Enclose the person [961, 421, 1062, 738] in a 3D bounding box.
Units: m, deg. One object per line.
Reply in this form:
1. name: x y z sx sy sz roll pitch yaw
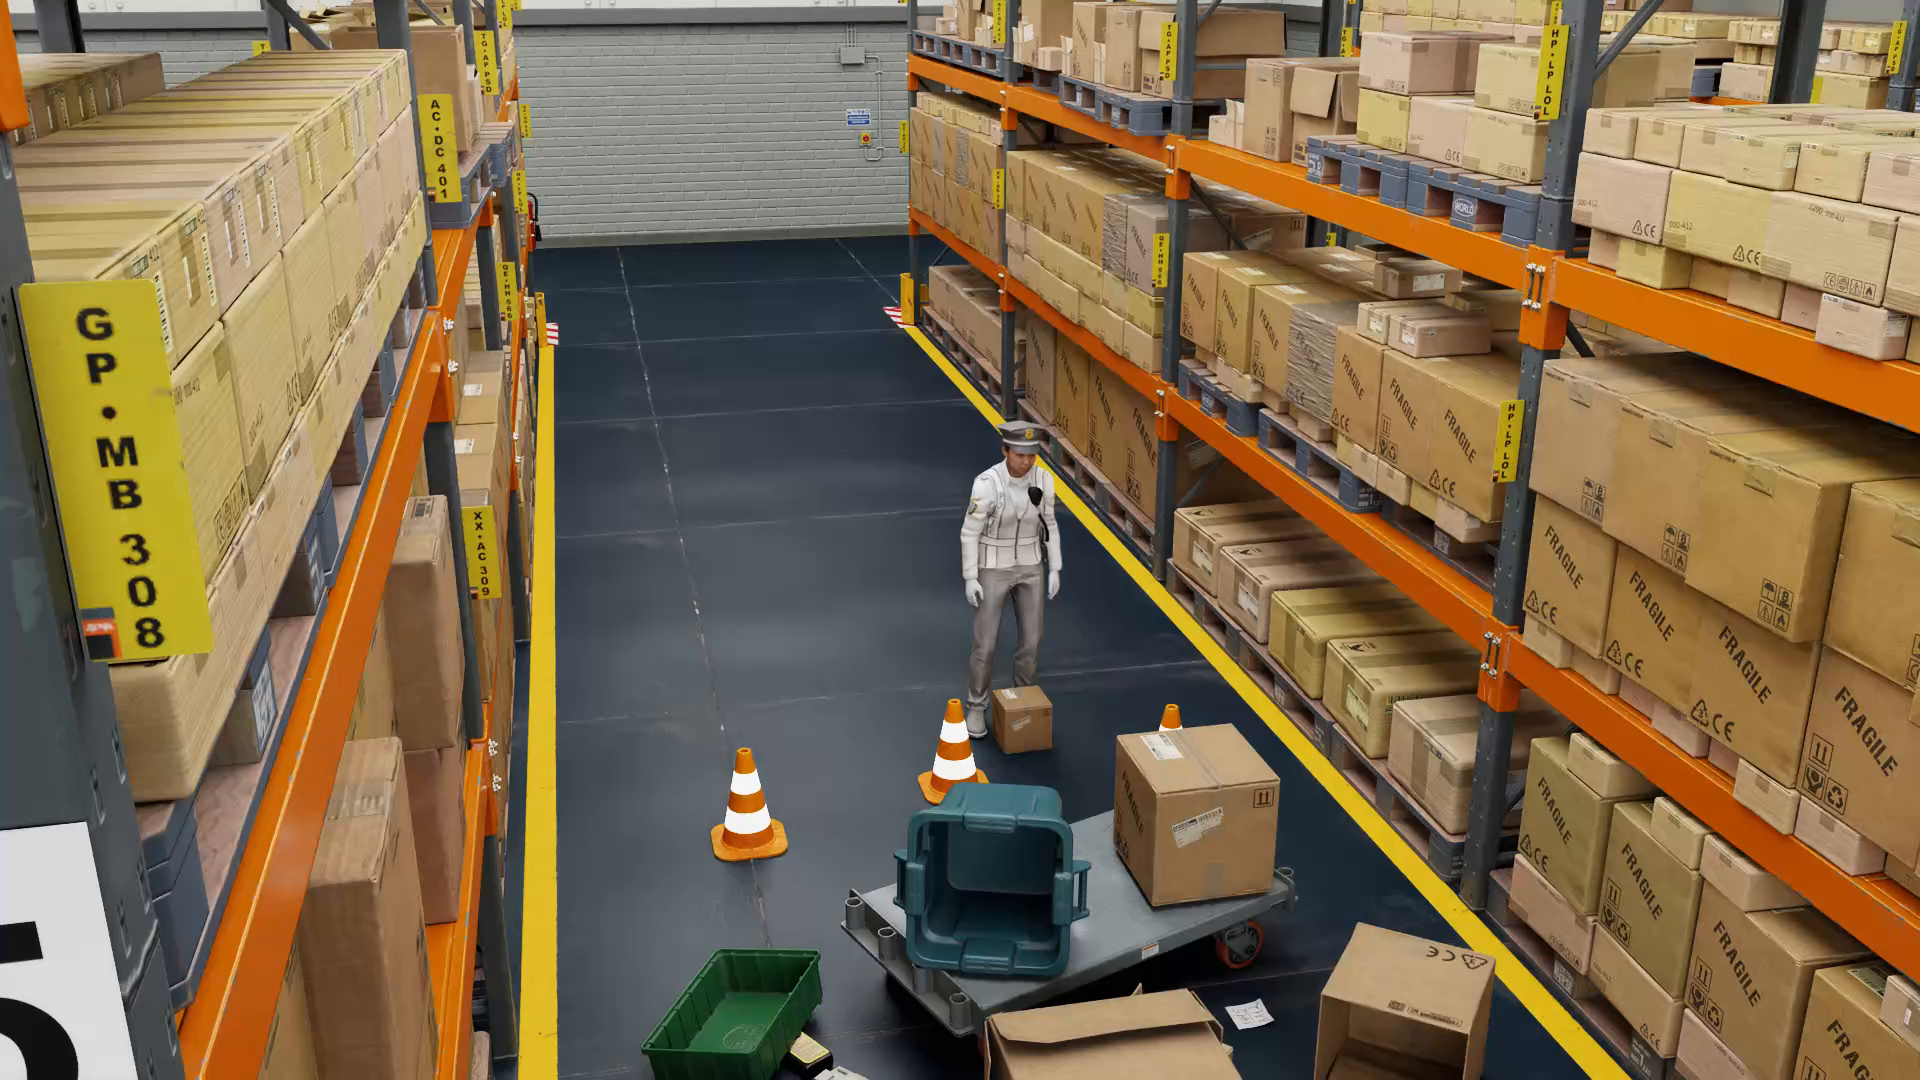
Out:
1. person: 0.265 0.181 8.558 0.547 1.666 0.370 -6 21 -15
